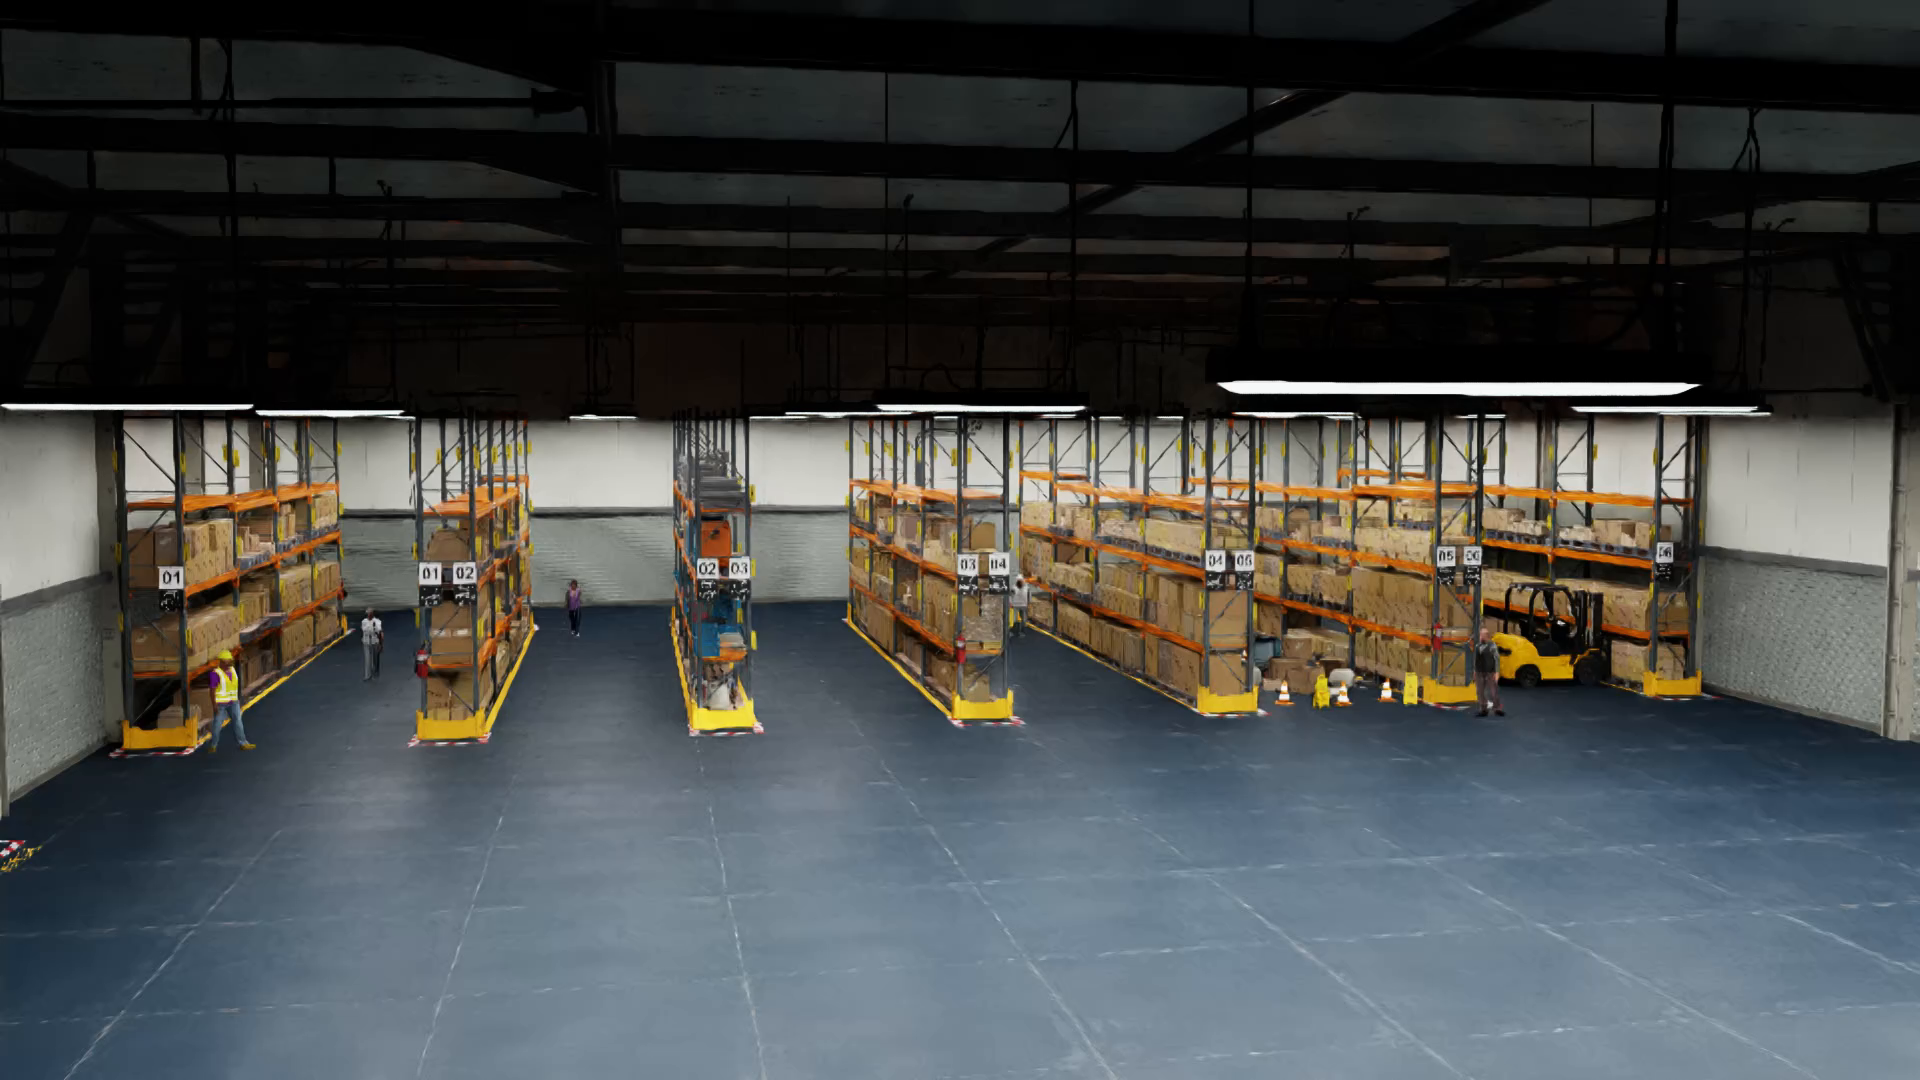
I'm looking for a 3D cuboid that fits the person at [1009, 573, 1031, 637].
[{"bbox_3d":[1.568,1.736,44.076,0.677,1.726,0.574,-1,4,-13],"label":"person"}]

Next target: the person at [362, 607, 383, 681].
[{"bbox_3d":[-13.045,2.278,36.929,0.461,1.626,0.989,-1,4,-12],"label":"person"}]

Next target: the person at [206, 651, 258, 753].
[{"bbox_3d":[-12.658,2.785,28.769,0.568,1.749,0.744,2,5,28],"label":"person"}]

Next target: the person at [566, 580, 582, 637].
[{"bbox_3d":[-10.296,1.800,44.333,0.405,1.517,1.032,-1,4,-9],"label":"person"}]

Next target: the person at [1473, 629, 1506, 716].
[{"bbox_3d":[10.289,2.575,32.369,0.534,1.713,0.629,-3,5,-37],"label":"person"}]
